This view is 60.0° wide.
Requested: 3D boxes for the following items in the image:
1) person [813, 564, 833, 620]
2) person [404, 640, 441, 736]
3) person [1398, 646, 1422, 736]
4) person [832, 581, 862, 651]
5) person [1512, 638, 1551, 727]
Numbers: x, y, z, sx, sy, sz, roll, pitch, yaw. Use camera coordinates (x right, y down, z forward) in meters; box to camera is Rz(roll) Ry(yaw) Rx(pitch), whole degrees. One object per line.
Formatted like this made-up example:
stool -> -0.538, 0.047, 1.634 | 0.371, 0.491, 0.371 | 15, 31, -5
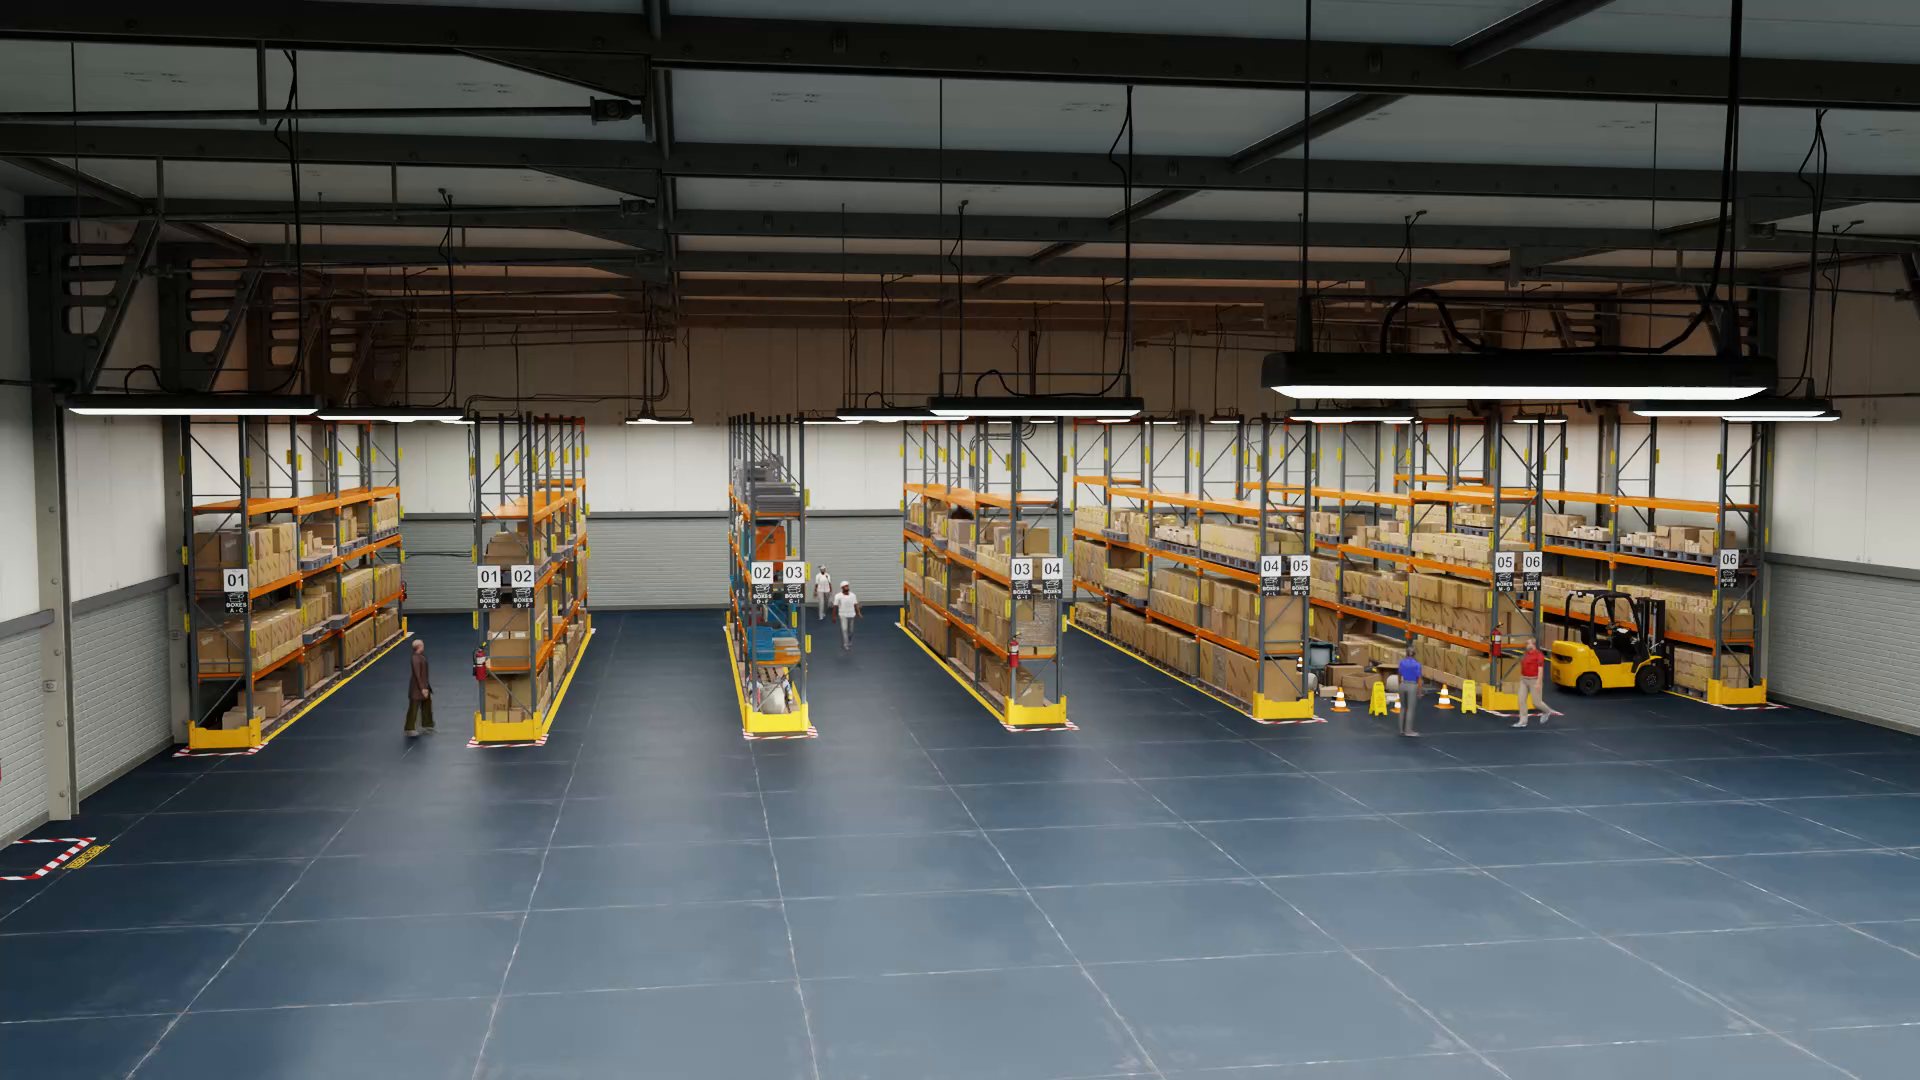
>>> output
person -> -4.073, 1.538, 49.435 | 0.539, 1.639, 0.977 | -1, 4, -16
person -> -10.031, 2.753, 30.904 | 0.546, 1.830, 0.685 | 0, 4, 0
person -> 8.348, 2.796, 30.812 | 0.464, 1.673, 0.395 | 4, 5, 43
person -> -2.808, 1.882, 41.345 | 0.725, 1.721, 1.079 | -1, 4, -14
person -> 10.931, 2.708, 31.660 | 0.758, 1.705, 0.501 | -3, 5, -39
